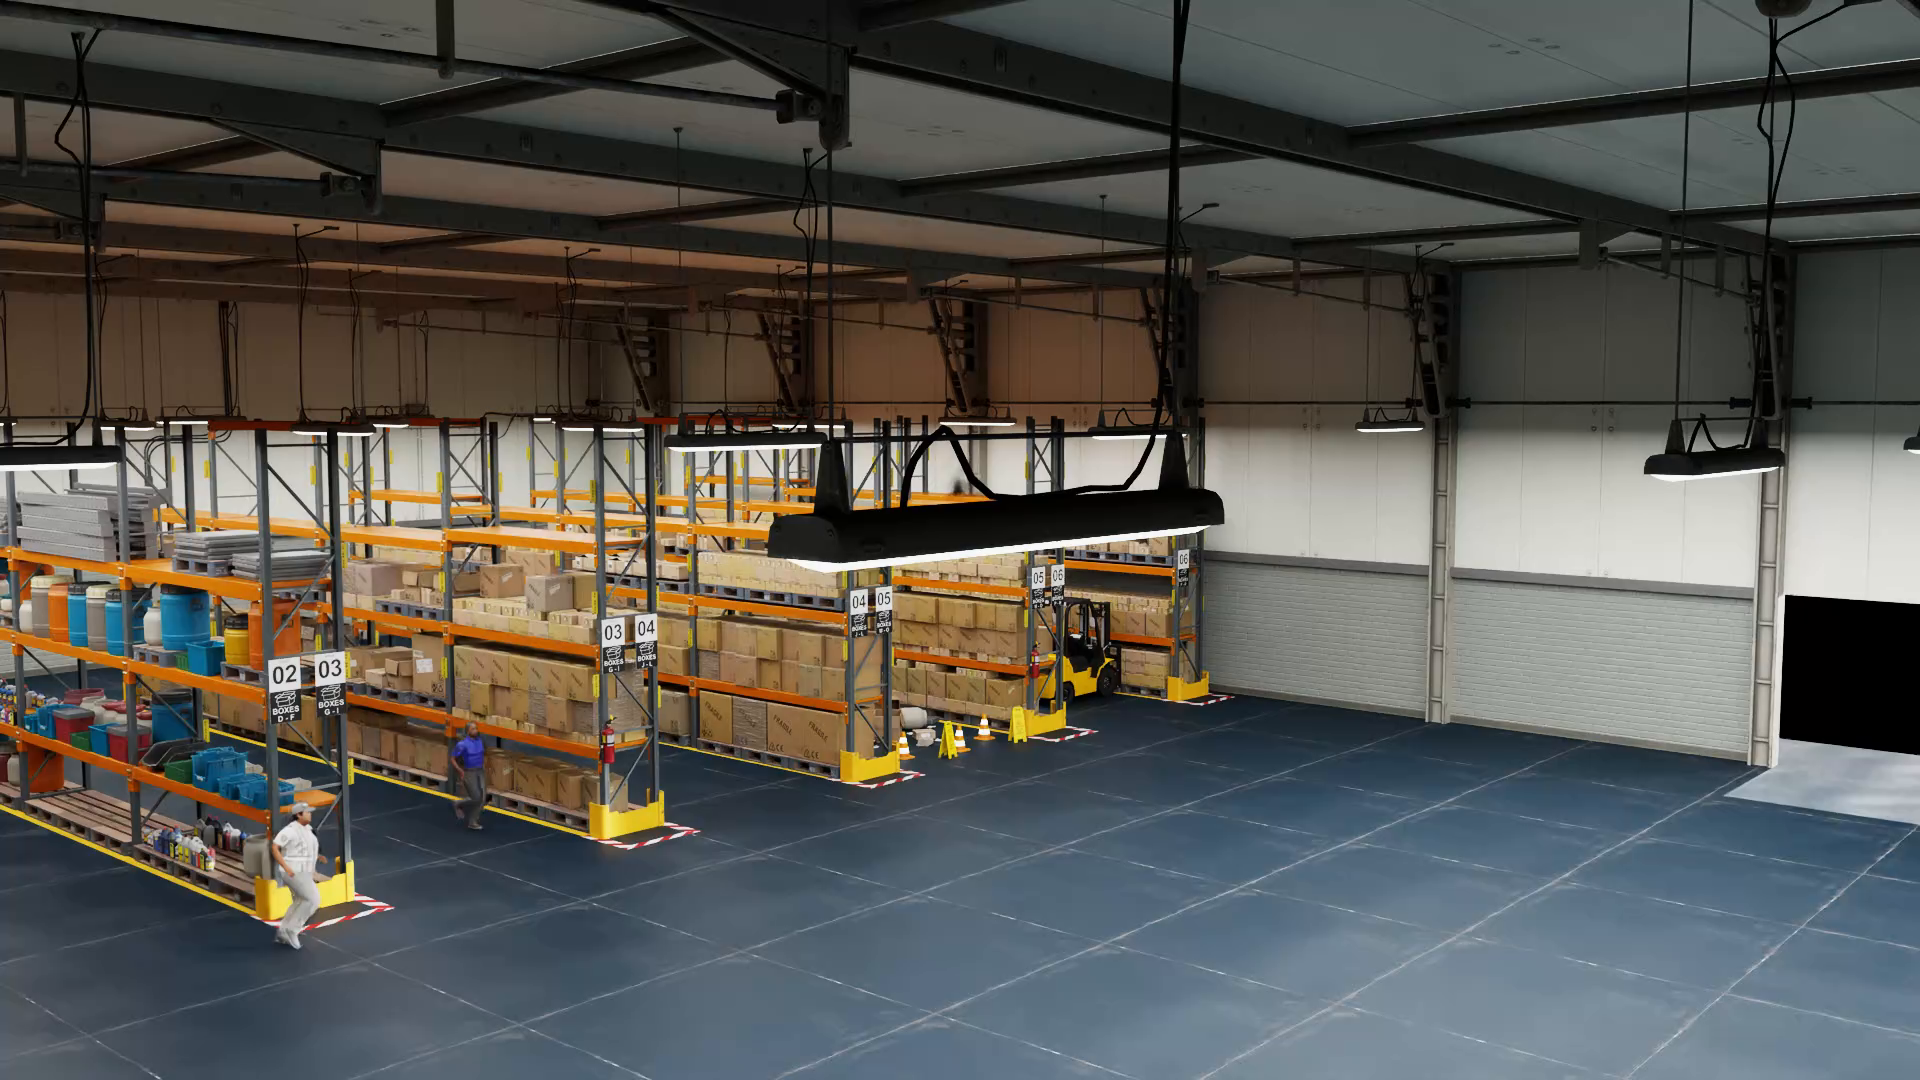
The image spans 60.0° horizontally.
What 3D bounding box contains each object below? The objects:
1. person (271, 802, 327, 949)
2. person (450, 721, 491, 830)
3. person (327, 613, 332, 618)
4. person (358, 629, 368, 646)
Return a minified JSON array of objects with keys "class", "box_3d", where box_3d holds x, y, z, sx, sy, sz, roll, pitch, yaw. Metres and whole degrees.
[{"class":"person","box_3d":[-7.716,3.906,19.471,0.580,1.636,0.664,0,5,-3]},{"class":"person","box_3d":[-7.213,3.485,24.628,0.561,1.603,0.574,3,6,33]},{"class":"person","box_3d":[-14.078,2.437,36.689,0.741,1.720,0.555,-4,6,-40]},{"class":"person","box_3d":[-14.222,2.145,39.706,0.666,1.847,0.928,1,5,17]}]
